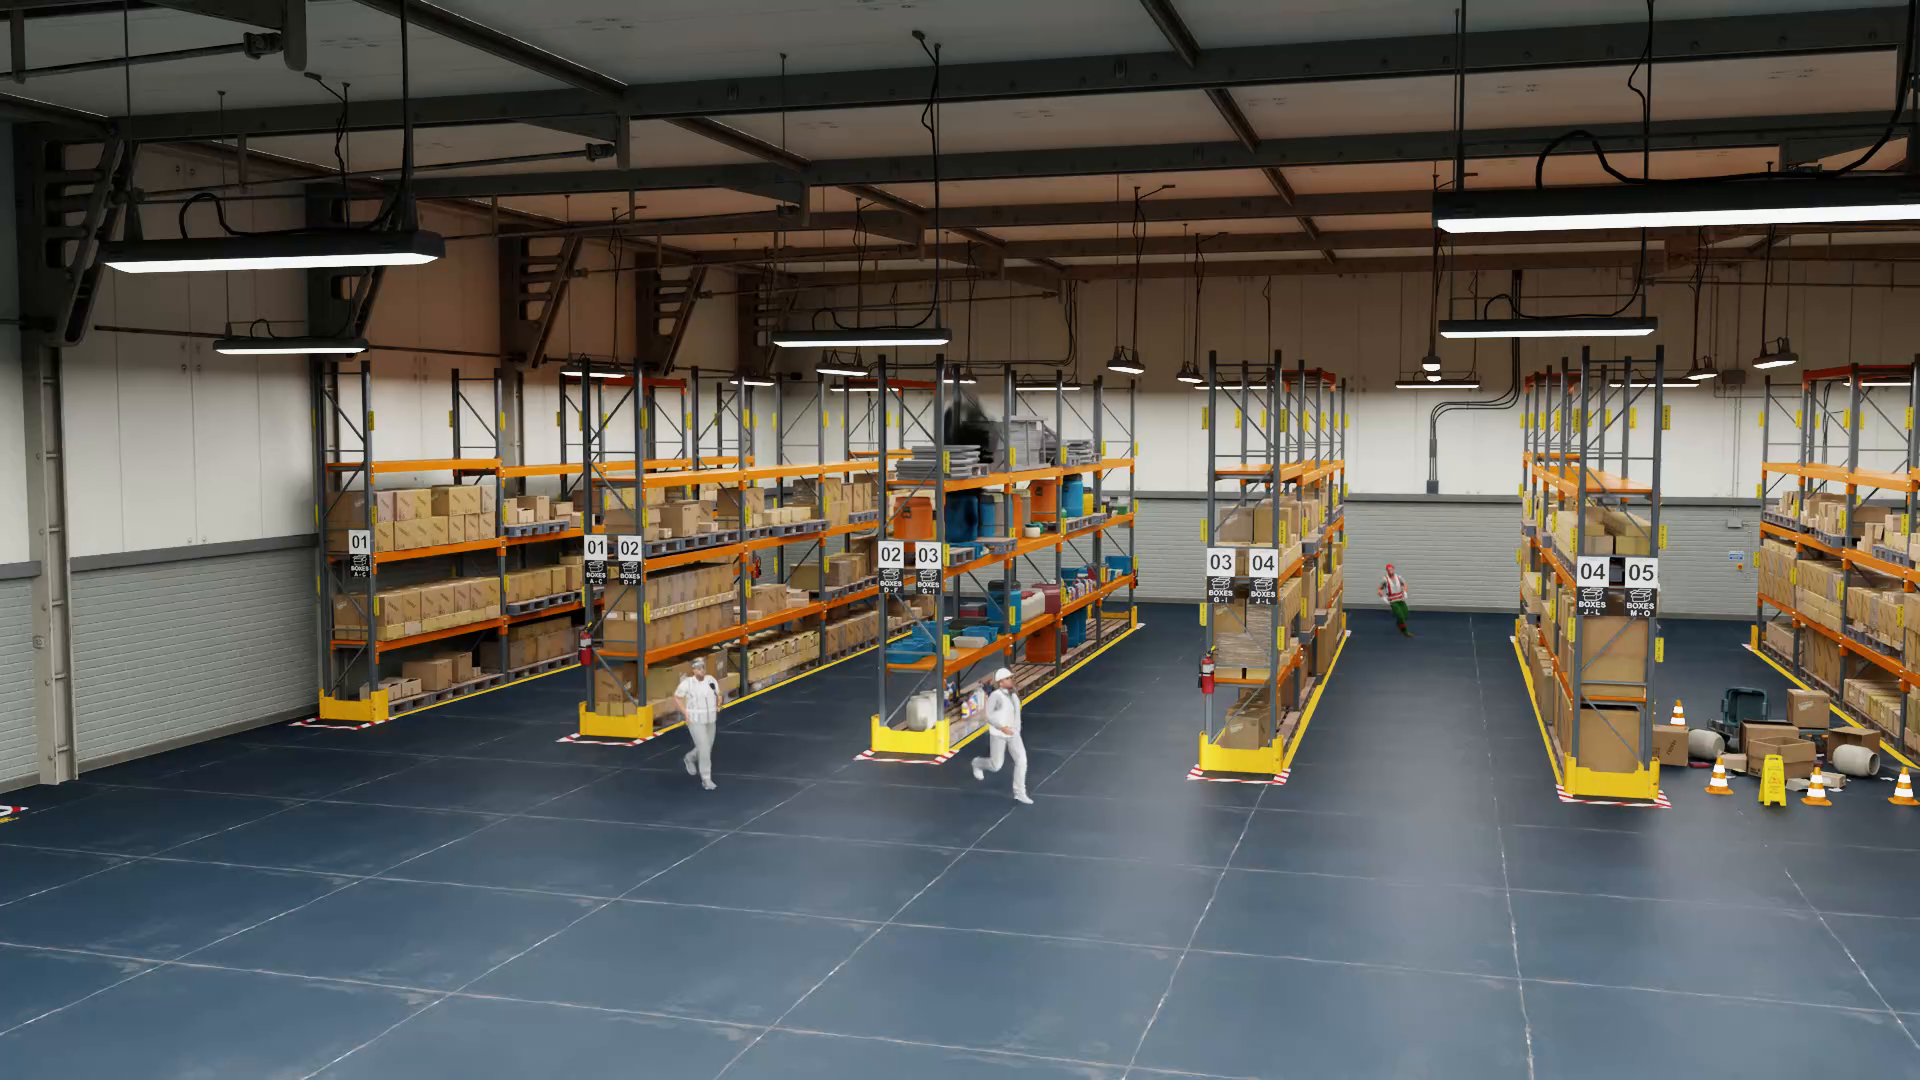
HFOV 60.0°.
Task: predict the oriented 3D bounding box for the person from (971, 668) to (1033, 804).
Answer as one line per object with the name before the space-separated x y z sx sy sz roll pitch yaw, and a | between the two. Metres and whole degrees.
person | 0.570 2.578 22.075 0.638 1.761 1.024 -4 5 -41

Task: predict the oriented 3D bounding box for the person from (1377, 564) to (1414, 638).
person | 10.082 1.397 38.640 0.771 1.702 0.691 -1 4 -9

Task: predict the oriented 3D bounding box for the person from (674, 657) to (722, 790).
person | -3.569 2.492 22.910 0.652 1.788 0.850 -3 5 -39
